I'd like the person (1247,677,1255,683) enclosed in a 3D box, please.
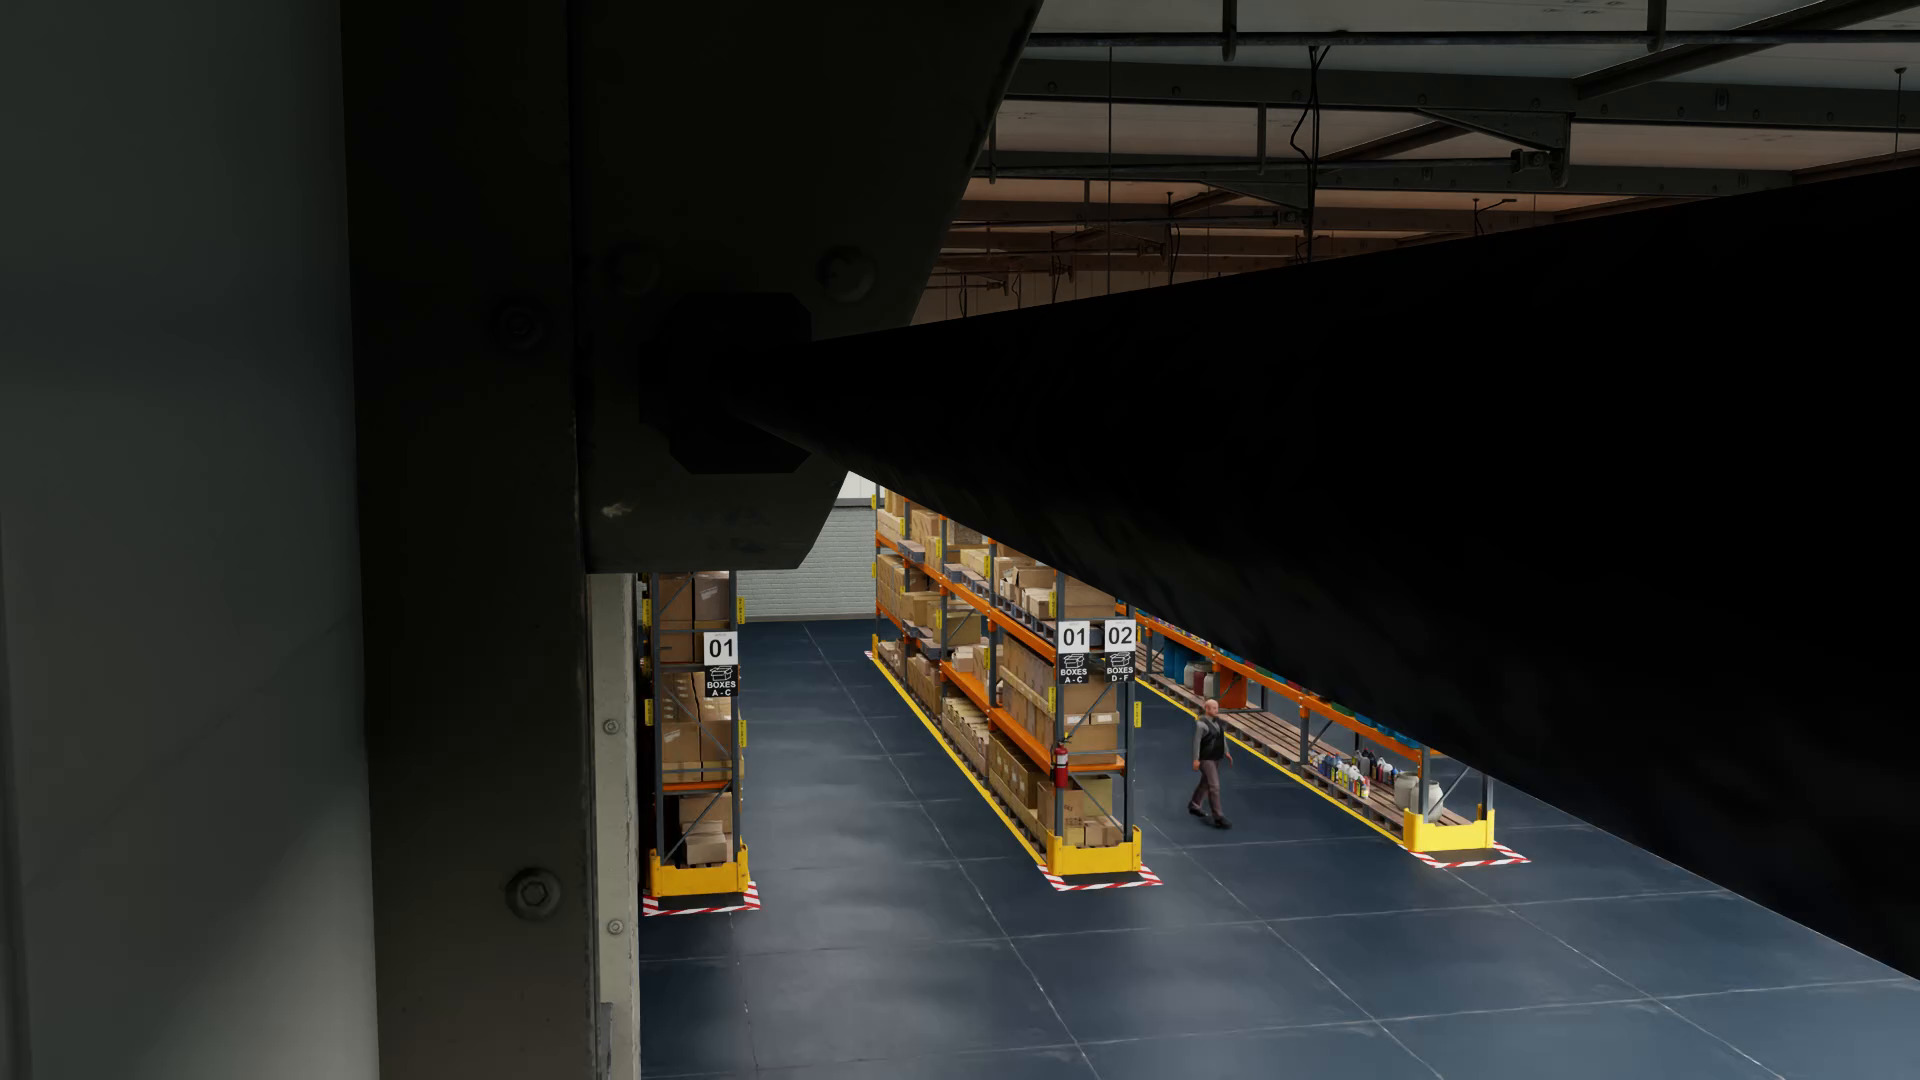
[{"bbox_3d":[5.748,2.082,33.724,0.470,1.542,0.939,-1,6,-13],"label":"person"}]

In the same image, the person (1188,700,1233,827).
[{"bbox_3d":[3.550,3.081,23.277,0.831,1.691,0.571,4,7,36],"label":"person"}]
